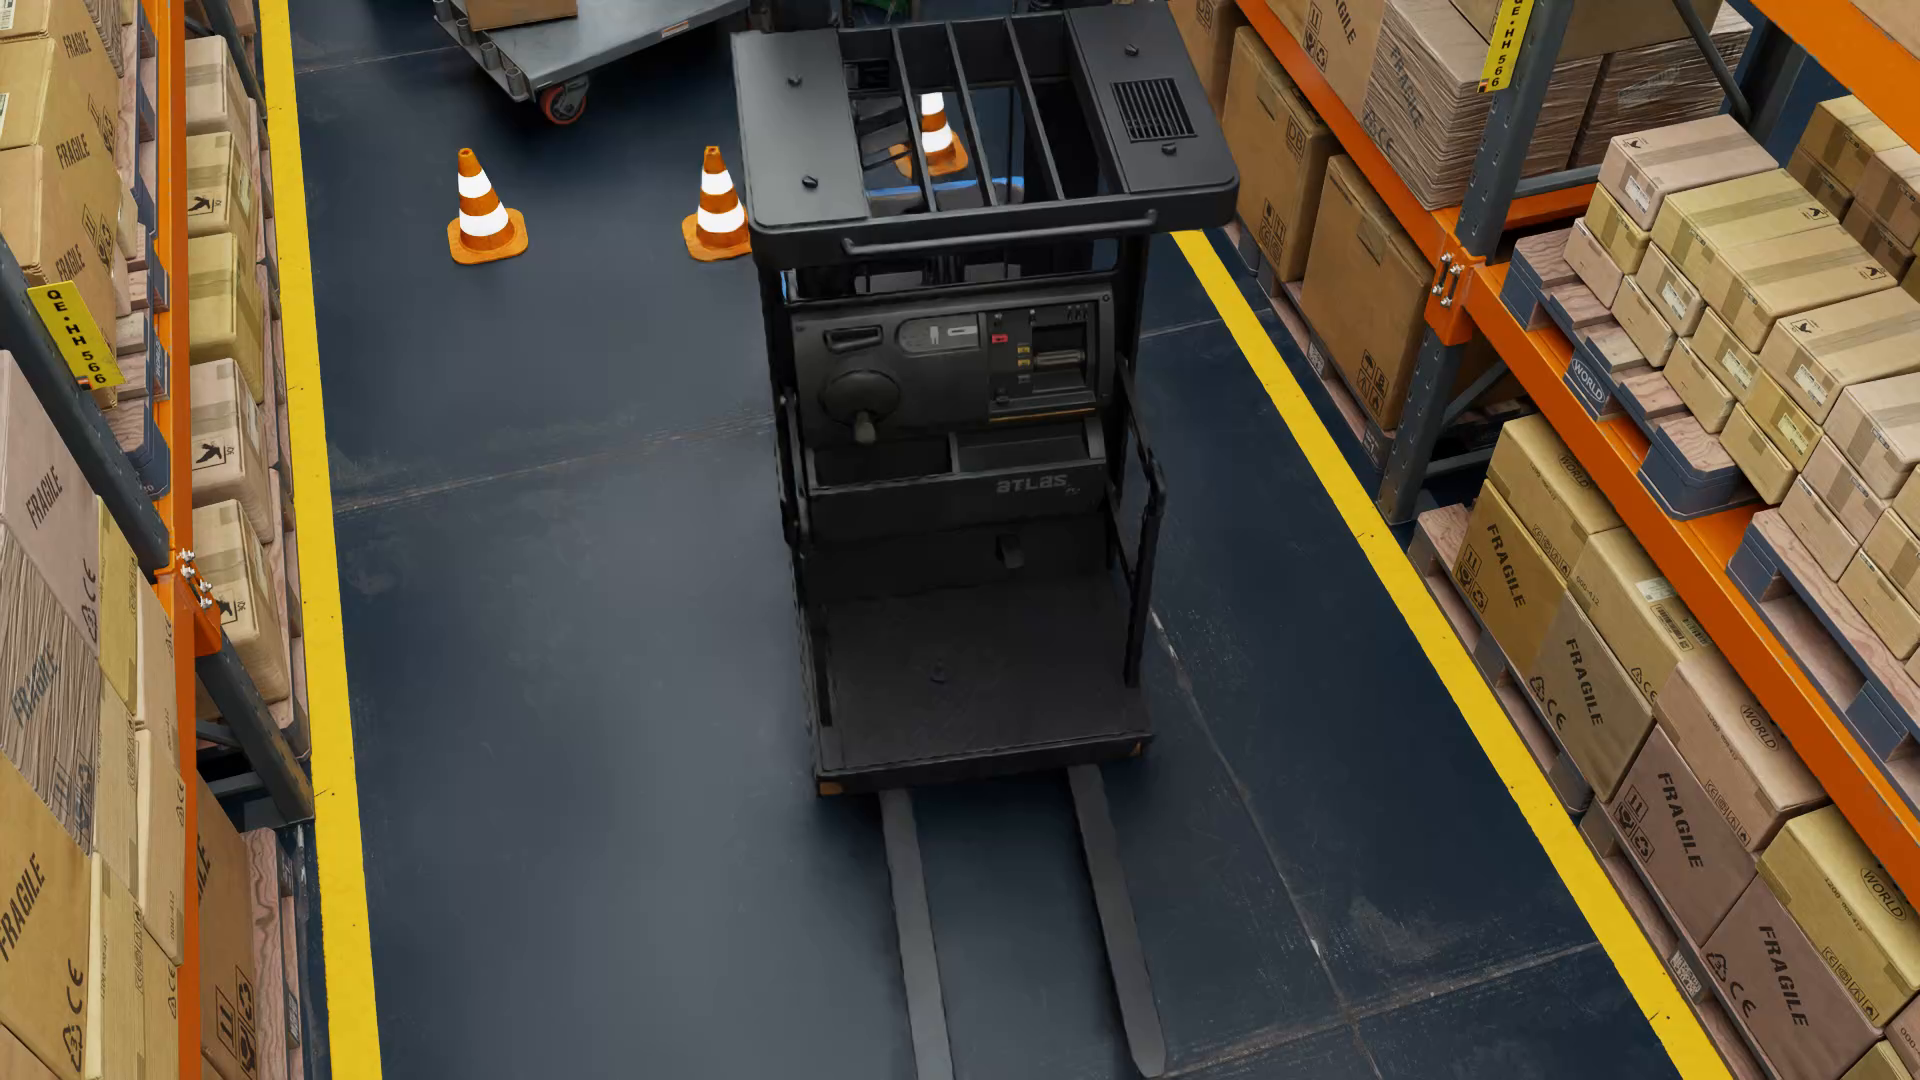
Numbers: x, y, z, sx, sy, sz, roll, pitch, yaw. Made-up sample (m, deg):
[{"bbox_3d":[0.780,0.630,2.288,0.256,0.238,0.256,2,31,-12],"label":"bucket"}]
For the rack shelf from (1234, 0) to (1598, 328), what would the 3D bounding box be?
[{"bbox_3d":[1.491,-2.400,6.782,1.077,0.370,4.000,-13,51,-11],"label":"rack shelf"}]

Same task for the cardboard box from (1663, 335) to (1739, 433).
[{"bbox_3d":[2.182,-0.460,4.566,0.380,0.149,0.250,-11,51,-9],"label":"cardboard box"}]

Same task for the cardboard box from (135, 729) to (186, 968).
[{"bbox_3d":[-2.052,0.751,3.753,0.500,0.250,0.500,-12,51,-10],"label":"cardboard box"}]

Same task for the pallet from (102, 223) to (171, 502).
[{"bbox_3d":[-2.929,-0.413,4.761,1.213,0.211,1.003,-13,51,-11],"label":"pallet"}]

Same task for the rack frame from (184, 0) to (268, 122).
[{"bbox_3d":[-3.799,-2.899,6.732,1.000,3.000,0.127,-13,51,-11],"label":"rack frame"}]

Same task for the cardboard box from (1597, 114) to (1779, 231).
[{"bbox_3d":[2.036,-1.033,4.659,0.380,0.149,0.250,-13,51,-11],"label":"cardboard box"}]

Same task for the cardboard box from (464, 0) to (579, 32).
[{"bbox_3d":[-2.107,-2.762,7.756,0.500,0.500,0.500,-13,51,-11],"label":"cardboard box"}]

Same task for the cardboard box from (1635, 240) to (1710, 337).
[{"bbox_3d":[2.116,-0.725,4.594,0.380,0.149,0.250,-11,51,-9],"label":"cardboard box"}]

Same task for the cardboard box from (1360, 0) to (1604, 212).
[{"bbox_3d":[1.693,-1.471,5.463,0.500,0.500,0.500,-13,51,-11],"label":"cardboard box"}]

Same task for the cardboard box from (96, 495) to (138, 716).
[{"bbox_3d":[-2.230,0.206,3.886,0.500,0.250,0.500,-13,51,-11],"label":"cardboard box"}]

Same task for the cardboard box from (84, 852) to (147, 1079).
[{"bbox_3d":[-1.904,0.949,3.260,0.500,0.250,0.500,-15,51,-12],"label":"cardboard box"}]

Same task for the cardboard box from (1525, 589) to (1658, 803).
[{"bbox_3d":[2.200,0.440,5.277,0.500,0.500,0.500,-13,51,-11],"label":"cardboard box"}]

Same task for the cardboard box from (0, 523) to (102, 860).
[{"bbox_3d":[-2.054,0.359,3.266,0.500,0.500,0.500,-13,51,-10],"label":"cardboard box"}]

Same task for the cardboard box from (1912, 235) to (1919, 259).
[{"bbox_3d":[2.815,-0.788,4.453,0.380,0.149,0.250,-12,51,-10],"label":"cardboard box"}]

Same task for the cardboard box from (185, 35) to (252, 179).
[{"bbox_3d":[-3.641,-1.805,7.254,0.950,0.372,0.625,-13,51,-11],"label":"cardboard box"}]

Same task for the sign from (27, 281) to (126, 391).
[{"bbox_3d":[-2.087,-0.479,3.935,0.100,0.325,0.005,-13,51,-11],"label":"sign"}]

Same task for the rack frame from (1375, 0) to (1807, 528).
[{"bbox_3d":[2.083,-1.171,5.275,1.000,3.000,0.127,-13,51,-11],"label":"rack frame"}]

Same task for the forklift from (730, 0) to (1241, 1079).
[{"bbox_3d":[0.021,-0.399,4.669,1.130,2.935,3.031,-7,50,-6],"label":"forklift"}]

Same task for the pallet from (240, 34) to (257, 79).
[{"bbox_3d":[-4.031,-2.483,8.205,1.003,0.211,1.213,-13,51,-11],"label":"pallet"}]

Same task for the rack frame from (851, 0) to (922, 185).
[{"bbox_3d":[-0.311,-1.354,6.016,0.400,2.100,0.015,-25,54,-20],"label":"rack frame"}]

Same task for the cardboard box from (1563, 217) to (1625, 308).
[{"bbox_3d":[2.022,-0.853,4.897,0.380,0.149,0.250,-14,51,-11],"label":"cardboard box"}]

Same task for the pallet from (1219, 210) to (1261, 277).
[{"bbox_3d":[1.564,-1.754,7.591,1.003,0.211,1.213,-13,51,-11],"label":"pallet"}]

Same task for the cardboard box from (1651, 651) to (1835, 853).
[{"bbox_3d":[2.339,0.551,4.694,0.500,0.250,0.500,-13,51,-11],"label":"cardboard box"}]

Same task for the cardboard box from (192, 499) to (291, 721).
[{"bbox_3d":[-2.774,0.319,5.463,0.950,0.372,0.625,-16,52,-13],"label":"cardboard box"}]

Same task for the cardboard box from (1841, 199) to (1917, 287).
[{"bbox_3d":[2.744,-0.869,4.716,0.380,0.149,0.250,-12,51,-10],"label":"cardboard box"}]

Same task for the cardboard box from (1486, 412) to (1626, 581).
[{"bbox_3d":[2.055,-0.184,5.313,0.500,0.250,0.500,-15,52,-13],"label":"cardboard box"}]

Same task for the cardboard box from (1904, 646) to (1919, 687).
[{"bbox_3d":[2.492,0.305,3.920,0.380,0.149,0.250,-15,51,-12],"label":"cardboard box"}]

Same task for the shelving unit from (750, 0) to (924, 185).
[{"bbox_3d":[-0.441,-1.512,6.149,0.431,2.100,0.503,-25,54,-20],"label":"shelving unit"}]

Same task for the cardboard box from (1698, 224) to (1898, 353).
[{"bbox_3d":[2.185,-0.660,4.345,0.380,0.149,0.250,-14,51,-11],"label":"cardboard box"}]

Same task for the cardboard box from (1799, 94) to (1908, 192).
[{"bbox_3d":[2.666,-1.163,4.769,0.380,0.149,0.250,-15,52,-12],"label":"cardboard box"}]

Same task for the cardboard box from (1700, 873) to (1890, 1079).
[{"bbox_3d":[2.507,1.187,4.648,0.500,0.500,0.500,-14,51,-12],"label":"cardboard box"}]

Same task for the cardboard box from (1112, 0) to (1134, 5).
[{"bbox_3d":[1.169,-3.070,8.073,1.050,0.750,0.750,-14,51,-11],"label":"cardboard box"}]

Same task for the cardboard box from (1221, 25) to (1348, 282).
[{"bbox_3d":[1.727,-1.684,6.905,1.050,0.750,0.750,-13,51,-10],"label":"cardboard box"}]

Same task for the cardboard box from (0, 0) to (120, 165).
[{"bbox_3d":[-2.852,-1.388,4.923,0.500,0.500,0.500,-13,51,-10],"label":"cardboard box"}]

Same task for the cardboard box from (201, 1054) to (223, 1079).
[{"bbox_3d":[-2.231,1.747,3.930,0.875,0.875,0.875,-13,51,-11],"label":"cardboard box"}]

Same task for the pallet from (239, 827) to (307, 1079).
[{"bbox_3d":[-2.455,1.514,4.836,1.003,0.211,1.213,-13,51,-11],"label":"pallet"}]

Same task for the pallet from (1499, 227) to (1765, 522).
[{"bbox_3d":[2.395,-0.613,4.930,1.213,0.211,1.003,-13,51,-11],"label":"pallet"}]

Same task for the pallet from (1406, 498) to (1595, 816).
[{"bbox_3d":[2.312,0.299,5.860,1.003,0.211,1.213,-13,51,-11],"label":"pallet"}]

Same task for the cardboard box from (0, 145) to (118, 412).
[{"bbox_3d":[-2.528,-0.622,4.278,0.500,0.500,0.500,-15,51,-12],"label":"cardboard box"}]

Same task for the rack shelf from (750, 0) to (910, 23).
[{"bbox_3d":[-0.437,-1.956,5.626,0.431,0.518,0.480,-25,54,-20],"label":"rack shelf"}]

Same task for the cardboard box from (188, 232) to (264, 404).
[{"bbox_3d":[-3.218,-0.774,6.384,0.950,0.372,0.625,-12,51,-10],"label":"cardboard box"}]

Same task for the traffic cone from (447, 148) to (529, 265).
[{"bbox_3d":[-2.095,-1.493,7.206,0.336,0.463,0.334,-13,51,-11],"label":"traffic cone"}]

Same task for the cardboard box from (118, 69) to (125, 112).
[{"bbox_3d":[-2.966,-1.503,5.445,0.380,0.149,0.250,-12,51,-10],"label":"cardboard box"}]

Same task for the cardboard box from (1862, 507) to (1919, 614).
[{"bbox_3d":[2.416,0.017,3.968,0.380,0.149,0.250,-14,51,-11],"label":"cardboard box"}]

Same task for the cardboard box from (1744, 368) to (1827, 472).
[{"bbox_3d":[2.273,-0.347,4.276,0.380,0.149,0.250,-13,51,-11],"label":"cardboard box"}]

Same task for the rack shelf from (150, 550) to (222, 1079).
[{"bbox_3d":[-2.025,1.715,3.313,1.077,0.370,4.000,-13,51,-11],"label":"rack shelf"}]

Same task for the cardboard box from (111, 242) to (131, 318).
[{"bbox_3d":[-2.623,-0.736,4.798,0.380,0.149,0.250,-16,52,-13],"label":"cardboard box"}]

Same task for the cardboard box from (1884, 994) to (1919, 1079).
[{"bbox_3d":[2.665,1.314,4.050,0.500,0.250,0.500,-11,51,-9],"label":"cardboard box"}]

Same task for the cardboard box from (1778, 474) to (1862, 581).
[{"bbox_3d":[2.344,-0.069,4.236,0.380,0.149,0.250,-12,51,-10],"label":"cardboard box"}]

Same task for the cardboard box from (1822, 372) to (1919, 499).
[{"bbox_3d":[2.344,-0.269,4.016,0.380,0.149,0.250,-11,51,-9],"label":"cardboard box"}]

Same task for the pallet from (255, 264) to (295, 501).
[{"bbox_3d":[-3.203,-0.540,6.567,1.003,0.211,1.213,-13,51,-11],"label":"pallet"}]

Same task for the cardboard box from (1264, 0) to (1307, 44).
[{"bbox_3d":[1.399,-2.201,6.078,0.500,0.500,0.500,-14,51,-12],"label":"cardboard box"}]
